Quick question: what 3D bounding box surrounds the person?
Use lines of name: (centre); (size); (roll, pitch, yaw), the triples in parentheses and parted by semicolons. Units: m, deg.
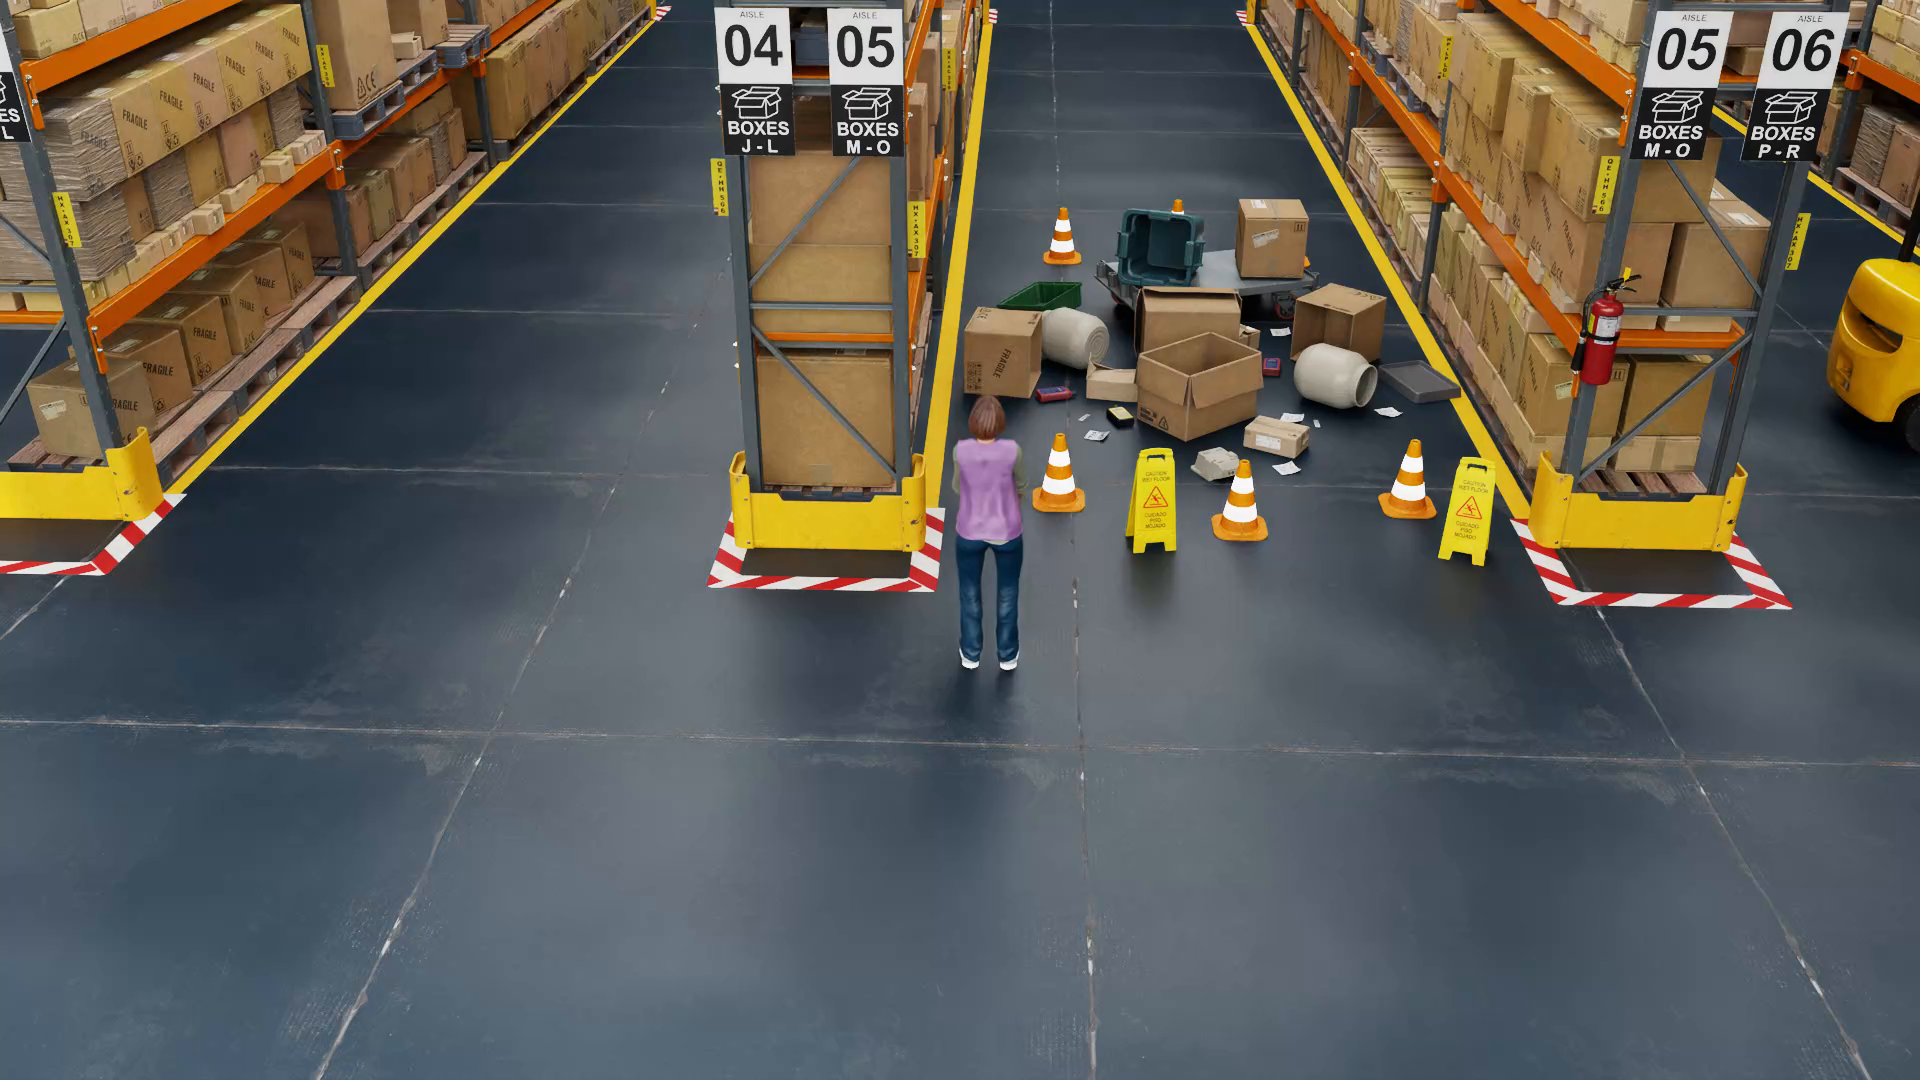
person: (0.158, -0.077, 8.782); (0.405, 1.593, 0.489); (2, 28, 3)
